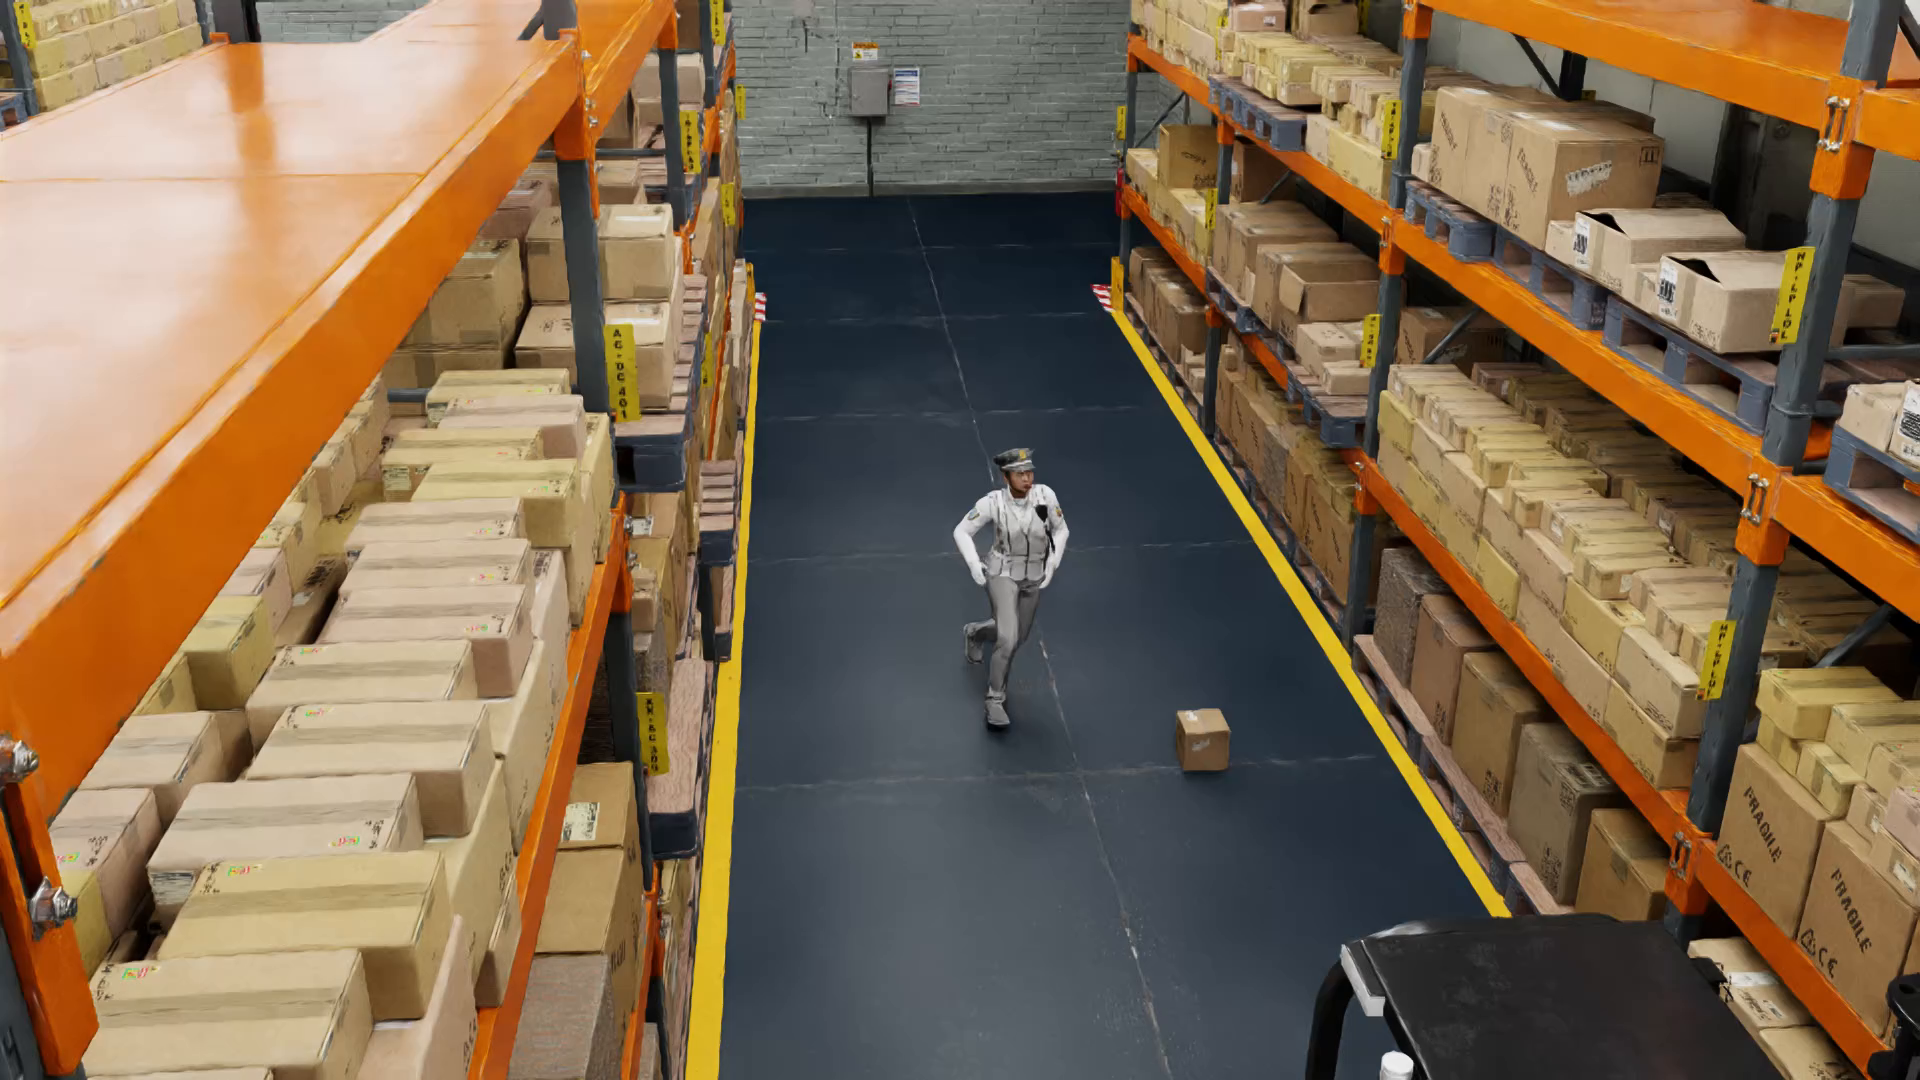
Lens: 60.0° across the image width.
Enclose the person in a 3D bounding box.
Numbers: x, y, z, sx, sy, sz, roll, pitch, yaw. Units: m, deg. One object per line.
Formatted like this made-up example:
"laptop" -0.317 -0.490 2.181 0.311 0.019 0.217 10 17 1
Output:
"person" 0.318 0.177 9.778 0.685 1.562 0.919 -11 26 -24
